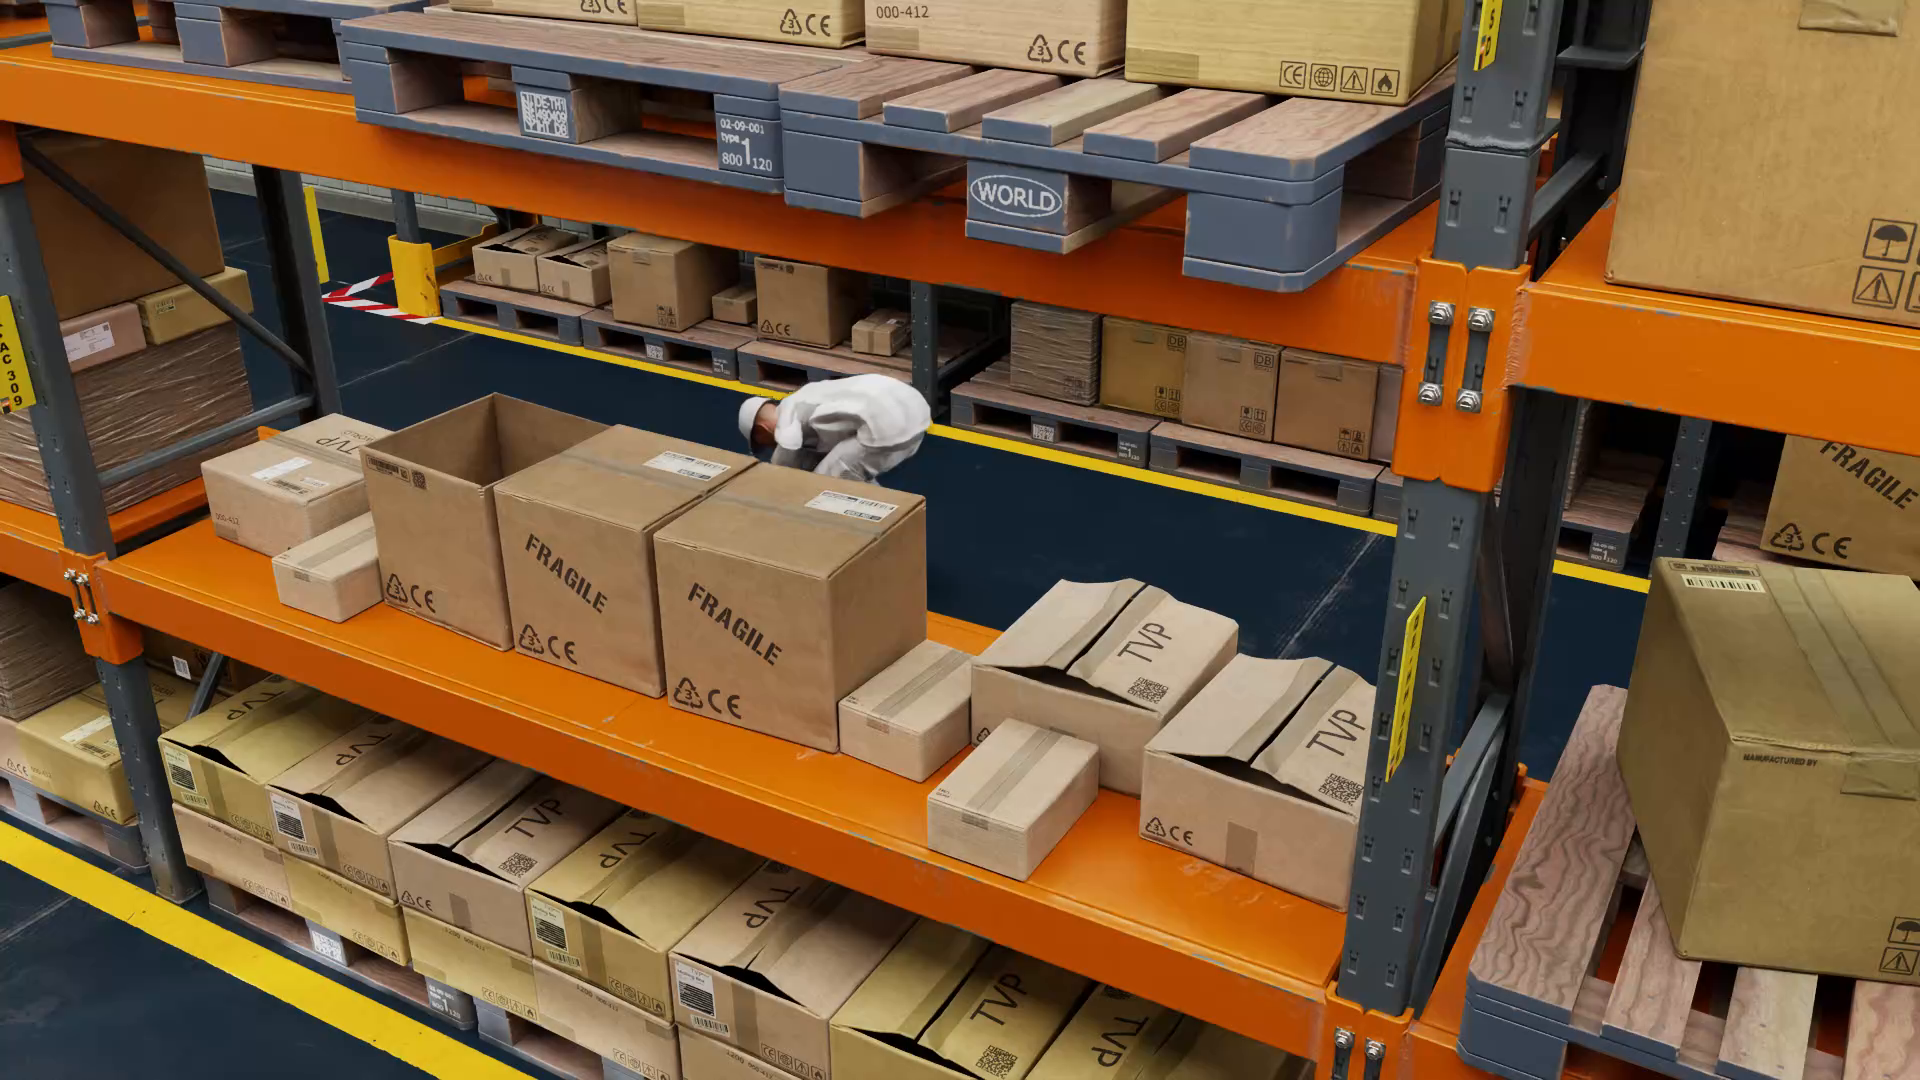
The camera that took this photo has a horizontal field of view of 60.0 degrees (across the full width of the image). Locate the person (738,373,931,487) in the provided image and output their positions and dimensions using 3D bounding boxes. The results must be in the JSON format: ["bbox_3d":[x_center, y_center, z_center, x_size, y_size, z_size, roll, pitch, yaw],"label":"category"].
[{"bbox_3d":[-0.594,-0.293,7.568,0.950,0.997,0.528,13,29,24],"label":"person"}]
